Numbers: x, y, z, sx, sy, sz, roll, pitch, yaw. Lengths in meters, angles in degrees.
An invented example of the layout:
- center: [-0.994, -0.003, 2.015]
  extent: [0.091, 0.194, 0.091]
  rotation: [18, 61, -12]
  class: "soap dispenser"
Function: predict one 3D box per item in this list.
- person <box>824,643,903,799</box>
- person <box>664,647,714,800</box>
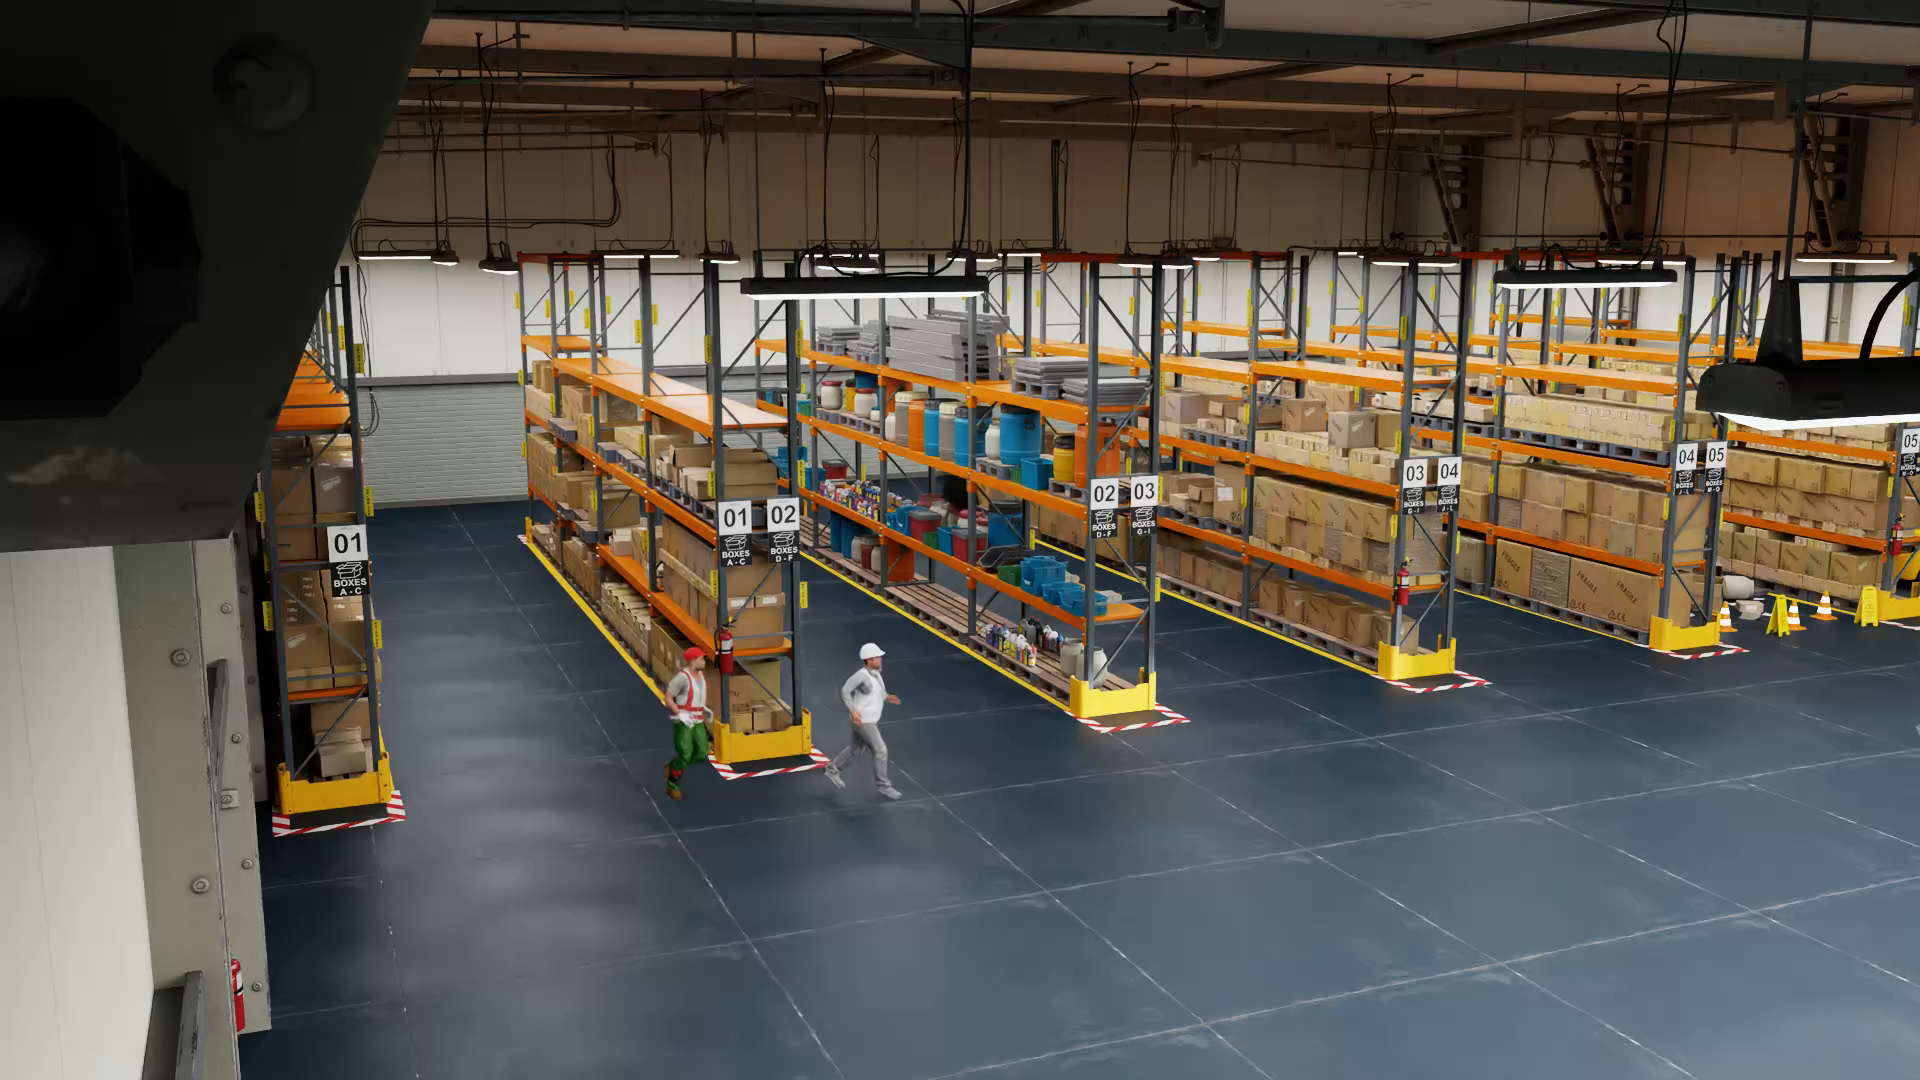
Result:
- center: [-1.111, 2.042, 18.940]
  extent: [0.943, 1.783, 0.608]
  rotation: [1, 10, 7]
  class: "person"
- center: [-3.119, 2.067, 19.132]
  extent: [0.563, 1.695, 0.747]
  rotation: [6, 12, 29]
  class: "person"
